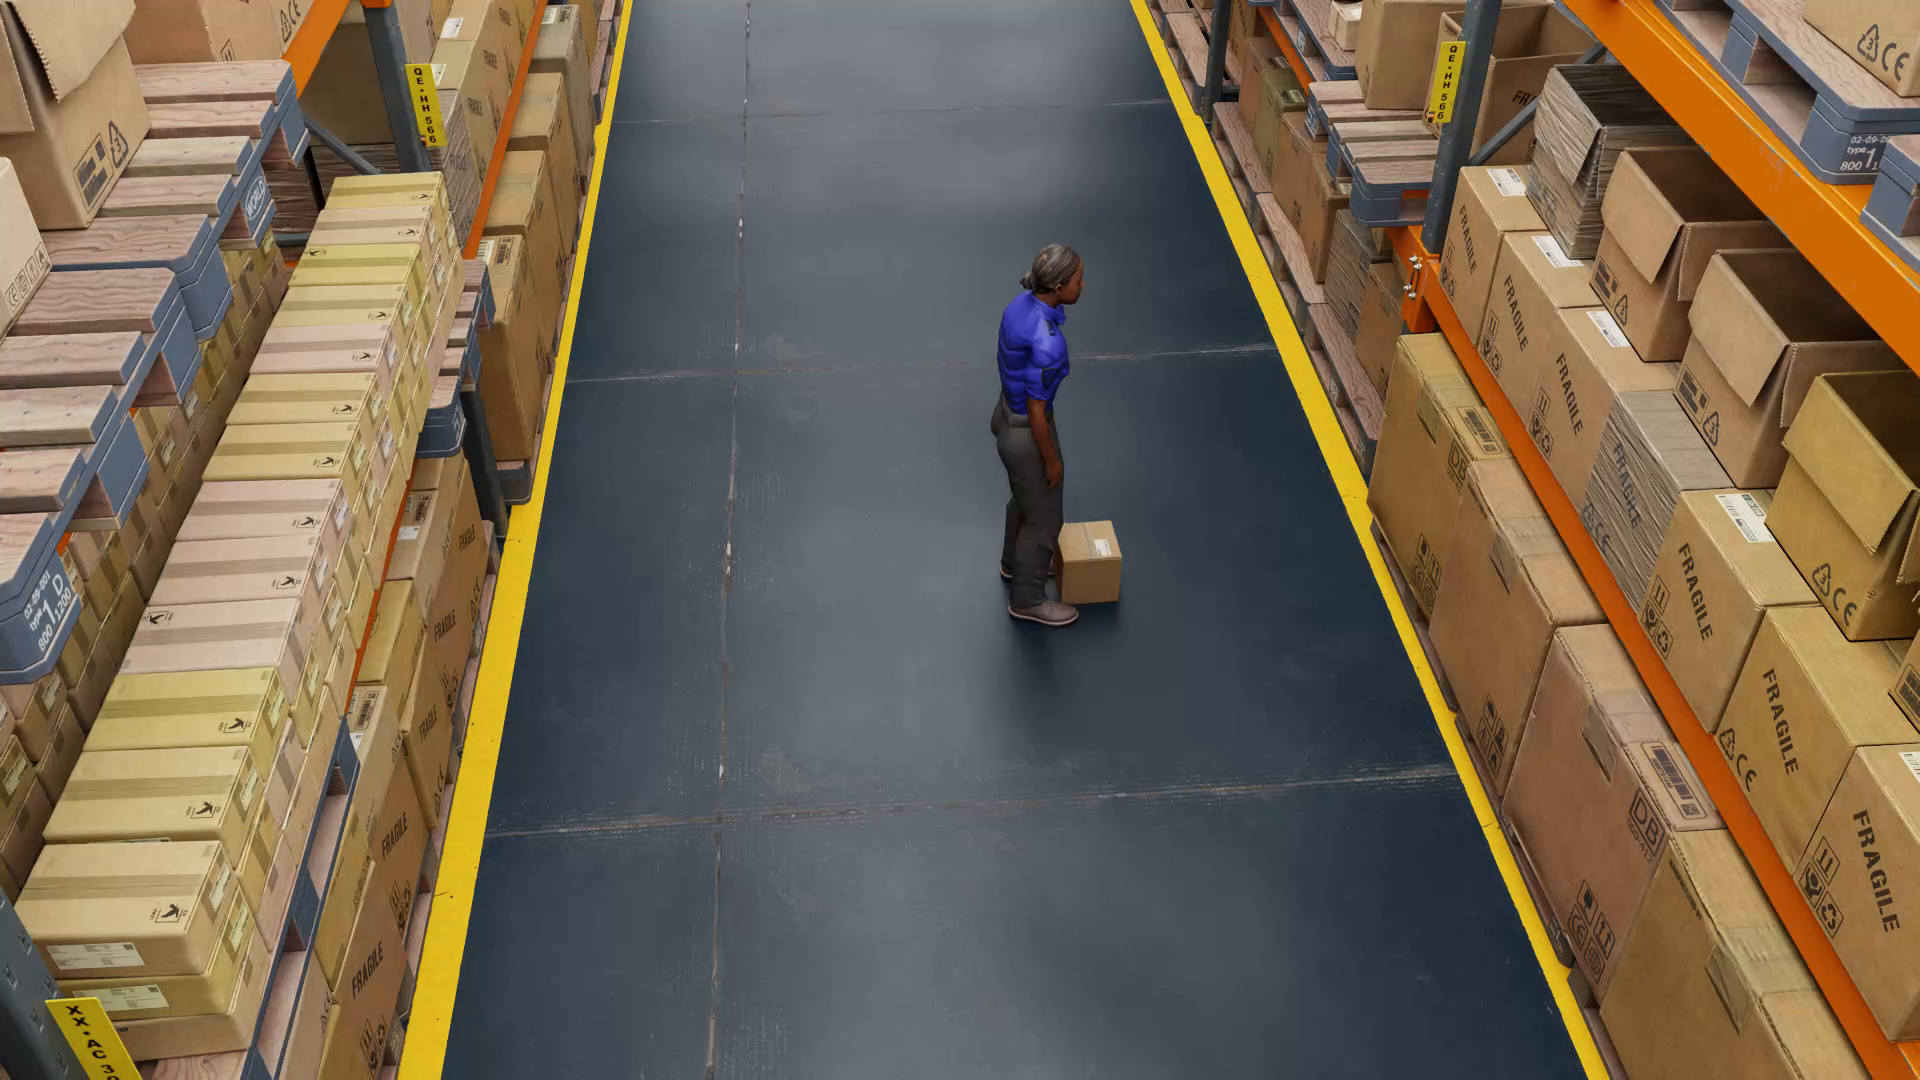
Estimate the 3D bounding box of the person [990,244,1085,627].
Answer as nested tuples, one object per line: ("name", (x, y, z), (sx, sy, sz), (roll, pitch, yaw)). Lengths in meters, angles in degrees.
("person", (0.309, -0.426, 6.680), (0.351, 1.653, 0.527), (-5, 40, -7))
